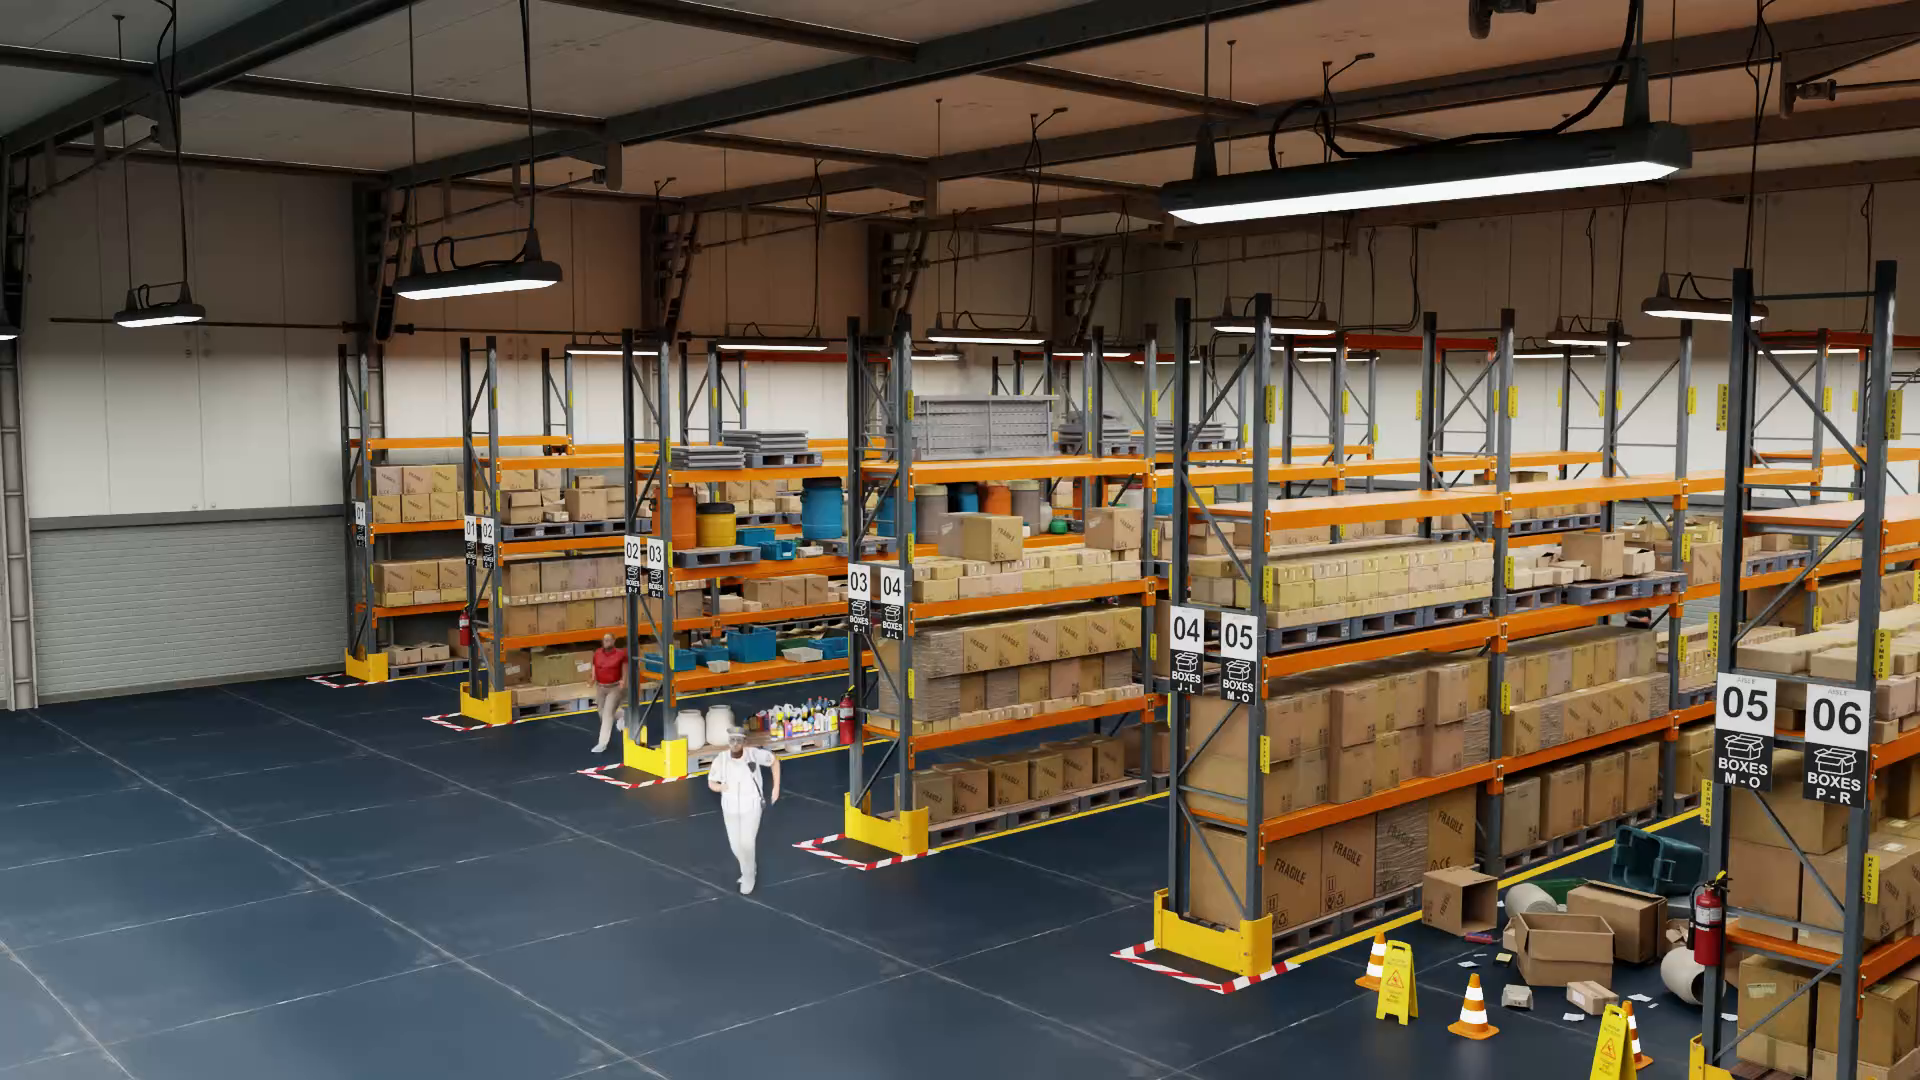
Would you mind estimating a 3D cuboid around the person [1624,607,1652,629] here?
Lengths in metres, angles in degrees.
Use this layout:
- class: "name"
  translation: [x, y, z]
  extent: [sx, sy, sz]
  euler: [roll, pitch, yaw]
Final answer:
- class: "person"
  translation: [12.096, 1.672, 29.710]
  extent: [0.661, 1.759, 0.784]
  euler: [-2, 5, -19]

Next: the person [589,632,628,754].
- class: "person"
  translation: [-5.045, 2.178, 24.097]
  extent: [0.665, 1.709, 0.945]
  euler: [2, 5, 17]

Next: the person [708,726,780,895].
- class: "person"
  translation: [-2.227, 2.758, 17.077]
  extent: [0.695, 1.766, 0.825]
  euler: [0, 5, 4]

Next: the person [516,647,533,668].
- class: "person"
  translation: [-7.472, 1.846, 28.516]
  extent: [0.943, 1.584, 0.517]
  euler: [-5, 7, -42]
